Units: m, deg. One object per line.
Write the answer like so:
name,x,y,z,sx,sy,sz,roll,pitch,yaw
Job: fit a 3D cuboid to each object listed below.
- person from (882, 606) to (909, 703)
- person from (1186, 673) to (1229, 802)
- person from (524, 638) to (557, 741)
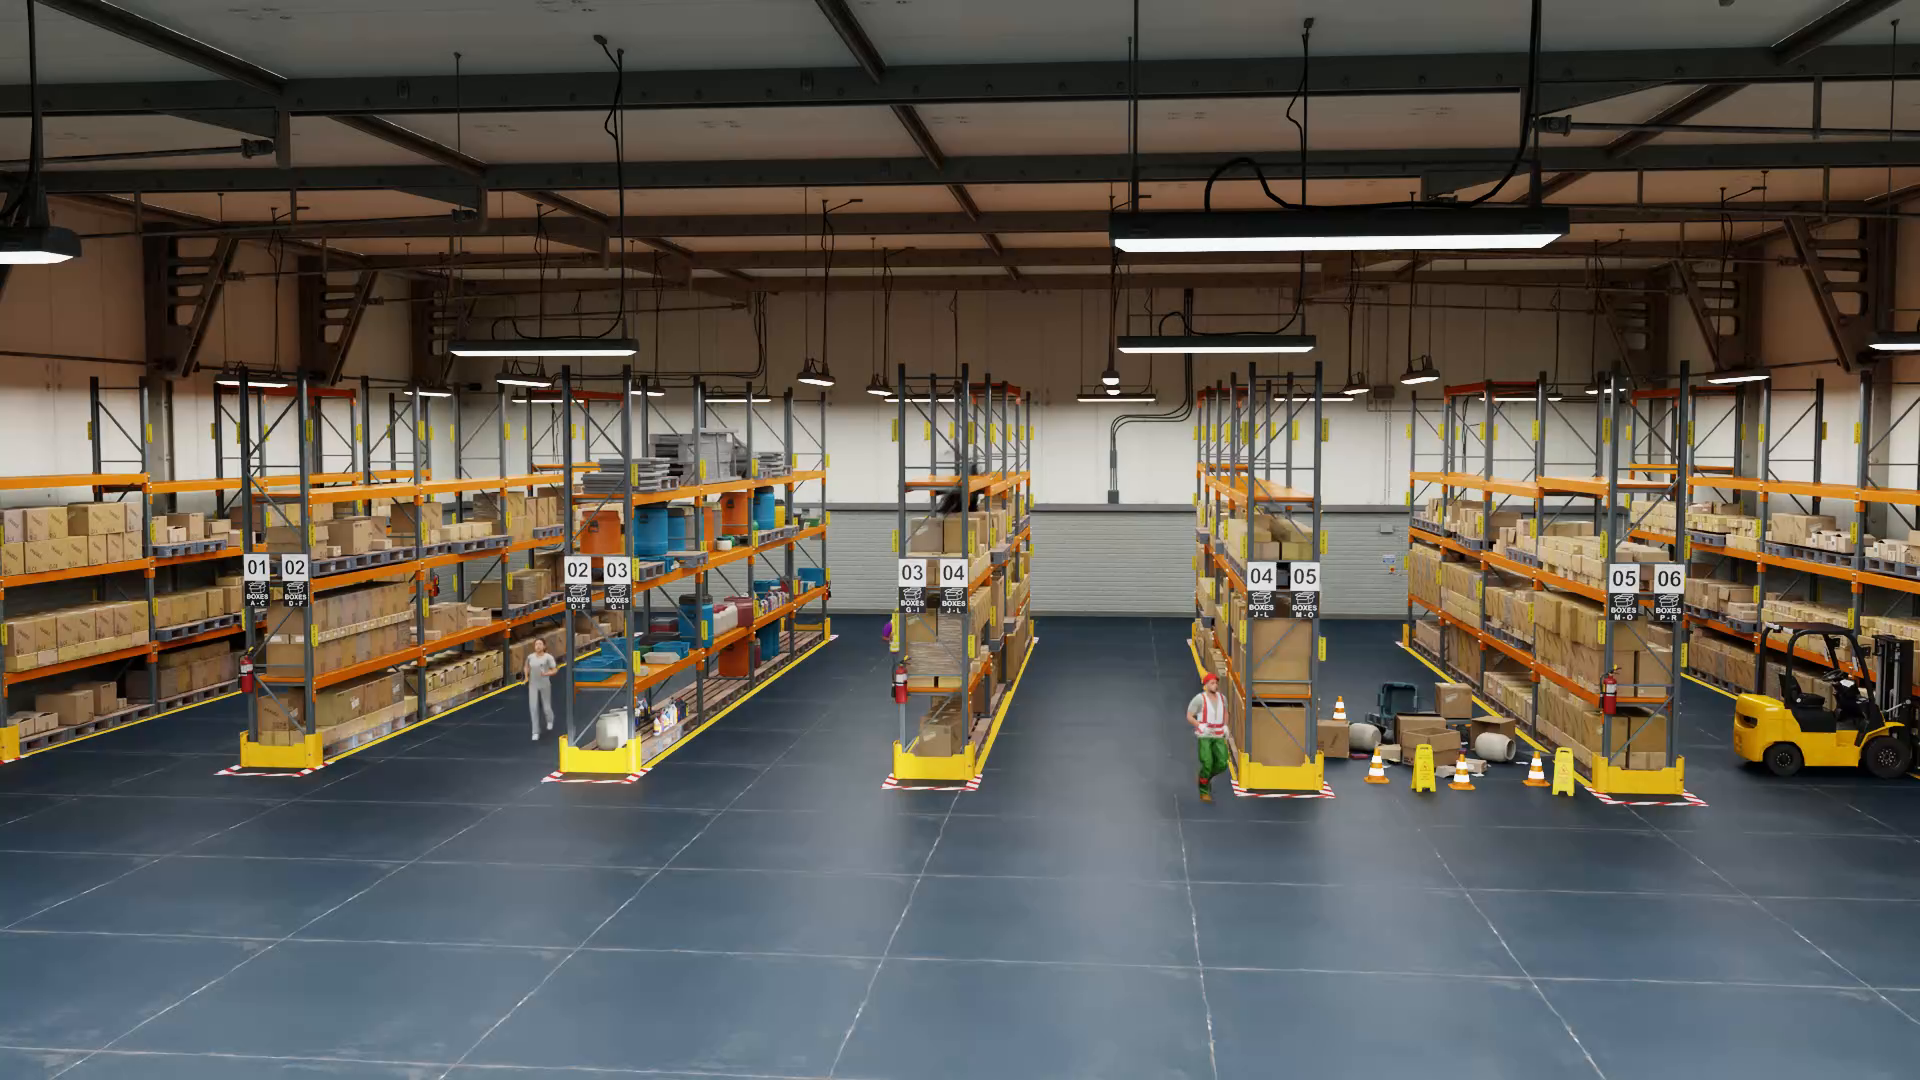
person,-1.111,2.106,31.158,0.694,1.787,0.957,0,4,2
person,3.425,2.686,22.626,0.676,1.750,0.559,-1,4,-19
person,-6.887,2.417,27.267,0.575,1.645,0.914,0,4,-2
